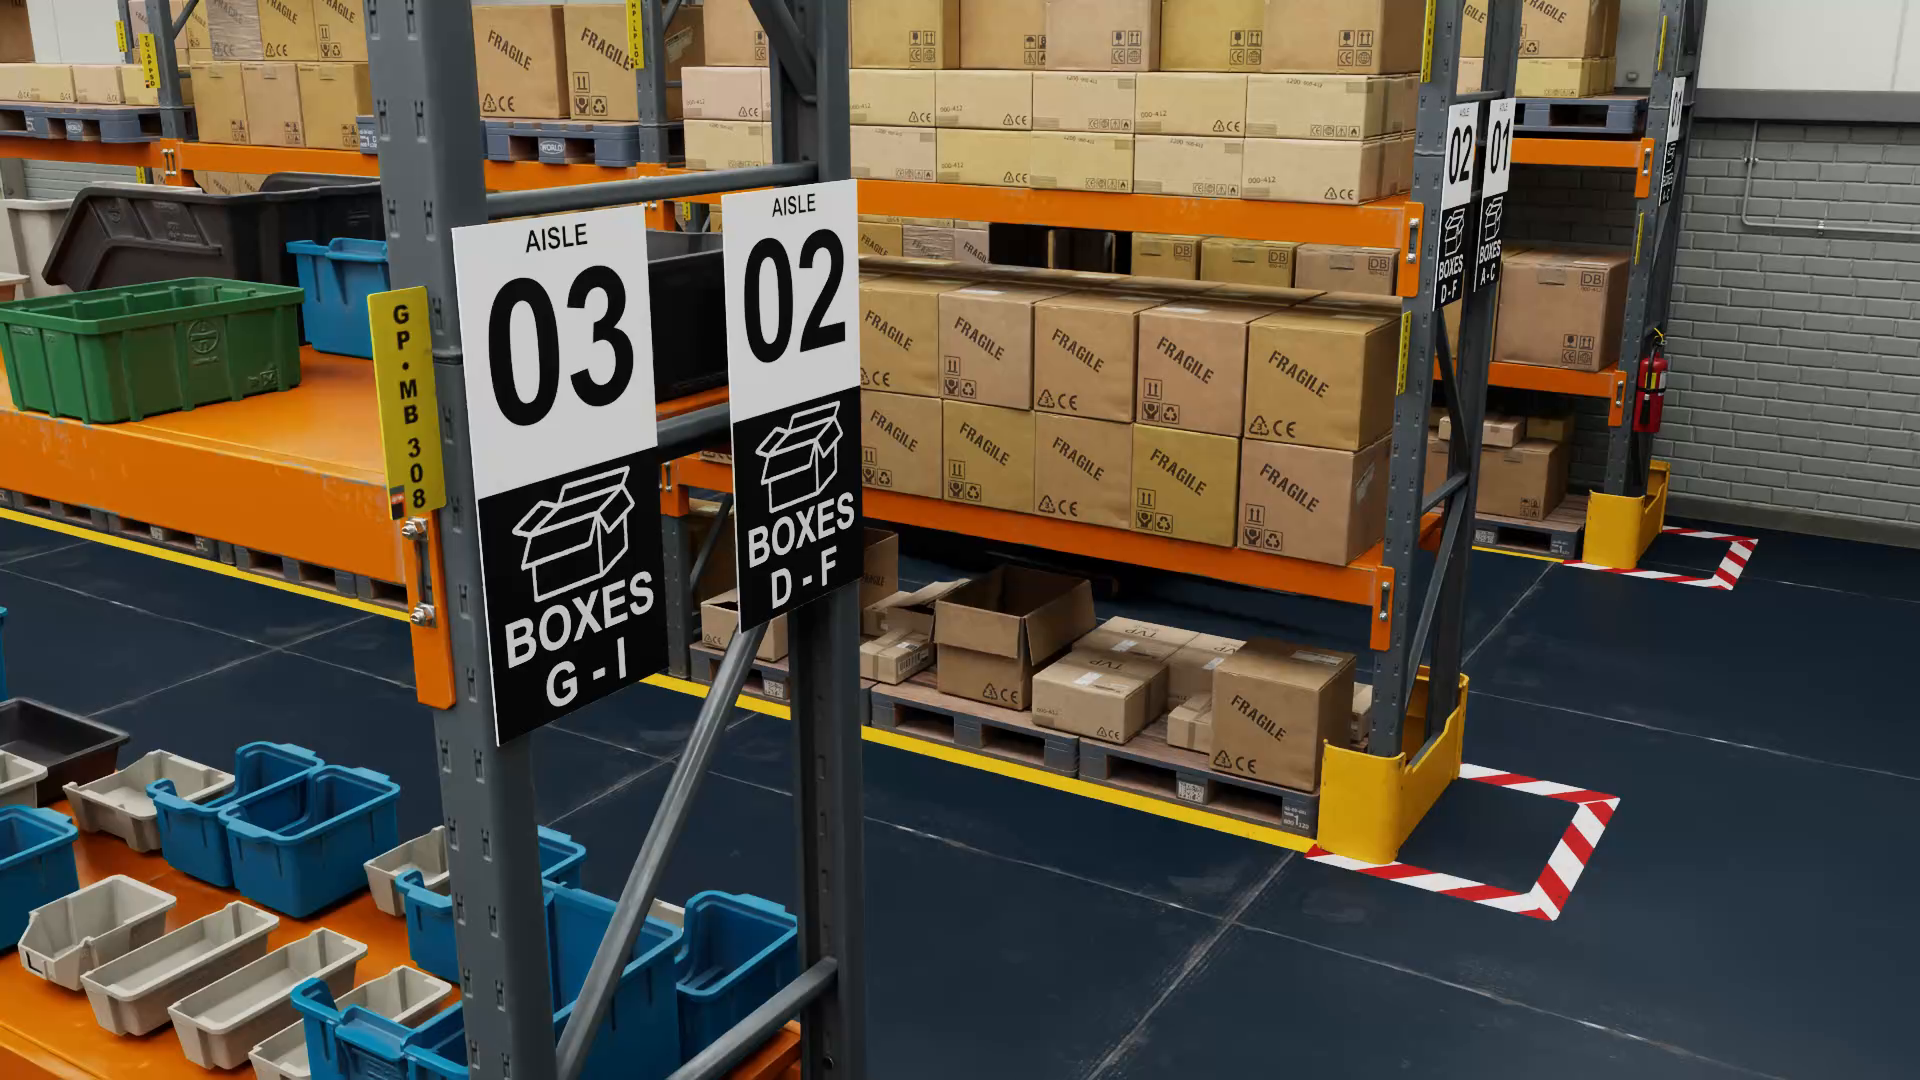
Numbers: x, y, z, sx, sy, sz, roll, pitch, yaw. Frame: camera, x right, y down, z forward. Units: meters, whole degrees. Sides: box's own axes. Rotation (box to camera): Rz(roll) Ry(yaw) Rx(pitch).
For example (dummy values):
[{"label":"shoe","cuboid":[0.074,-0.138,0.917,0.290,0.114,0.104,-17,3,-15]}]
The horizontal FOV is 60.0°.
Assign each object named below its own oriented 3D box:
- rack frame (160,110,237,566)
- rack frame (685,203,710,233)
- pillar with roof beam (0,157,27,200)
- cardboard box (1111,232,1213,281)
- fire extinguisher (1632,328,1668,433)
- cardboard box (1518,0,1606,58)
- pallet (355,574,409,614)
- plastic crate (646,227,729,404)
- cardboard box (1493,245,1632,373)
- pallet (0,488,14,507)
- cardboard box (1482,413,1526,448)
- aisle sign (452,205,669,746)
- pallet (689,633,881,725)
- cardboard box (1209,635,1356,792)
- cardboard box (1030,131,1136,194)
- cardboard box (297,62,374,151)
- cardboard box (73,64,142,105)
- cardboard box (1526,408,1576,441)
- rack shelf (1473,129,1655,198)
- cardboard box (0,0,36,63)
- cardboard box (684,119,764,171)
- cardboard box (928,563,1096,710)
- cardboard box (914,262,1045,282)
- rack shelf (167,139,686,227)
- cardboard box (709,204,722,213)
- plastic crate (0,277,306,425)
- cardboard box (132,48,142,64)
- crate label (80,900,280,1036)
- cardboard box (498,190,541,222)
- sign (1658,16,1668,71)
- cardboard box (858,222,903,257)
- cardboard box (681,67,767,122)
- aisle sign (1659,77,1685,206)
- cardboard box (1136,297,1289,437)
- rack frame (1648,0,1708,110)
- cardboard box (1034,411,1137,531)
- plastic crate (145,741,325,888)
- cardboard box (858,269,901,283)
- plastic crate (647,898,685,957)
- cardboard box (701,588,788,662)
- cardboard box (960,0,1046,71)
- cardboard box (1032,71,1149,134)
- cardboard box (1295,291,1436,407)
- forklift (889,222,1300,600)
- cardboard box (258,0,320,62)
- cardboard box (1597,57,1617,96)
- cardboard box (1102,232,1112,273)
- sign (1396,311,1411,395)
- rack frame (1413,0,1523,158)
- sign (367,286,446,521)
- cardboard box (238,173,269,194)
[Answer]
[{"label":"rack frame","cuboid":[-4.737,-1.391,11.300,0.127,3.000,1.000,10,20,30]},{"label":"rack frame","cuboid":[-2.148,-2.619,15.341,0.127,3.000,1.000,10,20,30]},{"label":"pillar with roof beam","cuboid":[-15.281,-6.660,18.324,0.400,9.000,9.100,10,20,30]},{"label":"cardboard box","cuboid":[1.714,-2.067,13.009,0.700,0.700,0.980,10,20,31]},{"label":"fire extinguisher","cuboid":[4.556,-1.049,10.949,0.183,0.674,0.296,10,20,30]},{"label":"cardboard box","cuboid":[3.903,-3.417,10.880,0.500,0.500,0.500,10,20,30]},{"label":"pallet","cuboid":[-3.085,0.252,10.689,1.213,0.211,1.003,10,20,30]},{"label":"plastic crate","cuboid":[-0.698,-0.448,3.260,0.590,0.269,0.497,10,20,30]},{"label":"cardboard box","cuboid":[4.229,-1.620,11.538,0.700,0.700,0.980,11,20,33]},{"label":"pallet","cuboid":[-7.497,-0.563,13.371,1.213,0.211,1.003,10,20,30]},{"label":"cardboard box","cuboid":[3.815,-0.773,11.728,0.250,0.149,0.380,10,19,29]},{"label":"aisle sign","cuboid":[-0.608,-0.108,2.605,0.004,0.787,0.394,10,20,30]},{"label":"pallet","cuboid":[-0.744,0.656,9.358,1.213,0.211,1.003,10,20,30]},{"label":"cardboard box","cuboid":[1.488,0.790,7.665,0.500,0.500,0.500,10,20,30]},{"label":"cardboard box","cuboid":[0.651,-1.702,7.421,0.500,0.250,0.500,10,20,30]},{"label":"cardboard box","cuboid":[-3.470,-2.660,10.143,0.500,0.500,0.910,10,20,30]},{"label":"cardboard box","cuboid":[-5.609,-3.086,11.254,0.500,0.250,0.500,11,20,32]},{"label":"cardboard box","cuboid":[4.231,-0.829,11.912,0.250,0.149,0.380,10,20,30]},{"label":"rack shelf","cuboid":[2.965,-2.797,12.005,4.000,0.370,1.077,10,20,30]},{"label":"cardboard box","cuboid":[-7.143,-3.738,12.112,0.500,0.500,0.500,12,21,35]},{"label":"cardboard box","cuboid":[-1.044,-2.011,8.438,0.500,0.250,0.500,10,20,30]},{"label":"cardboard box","cuboid":[0.275,0.486,8.659,0.637,0.503,0.797,10,20,30]},{"label":"cardboard box","cuboid":[0.105,-1.142,8.588,0.500,0.500,0.500,10,20,30]},{"label":"rack shelf","cuboid":[-3.033,-2.178,9.967,4.000,0.370,1.077,10,20,30]},{"label":"cardboard box","cuboid":[-1.871,-3.040,14.719,0.500,0.250,0.500,11,20,31]},{"label":"plastic crate","cuboid":[-1.506,-0.361,3.113,0.336,0.188,0.450,10,20,30]},{"label":"cardboard box","cuboid":[-8.811,-5.215,18.522,0.500,0.500,0.500,11,20,31]},{"label":"crate label","cuboid":[-1.795,0.986,3.824,0.243,0.136,0.396,10,20,30]},{"label":"cardboard box","cuboid":[-4.091,-3.220,16.393,0.500,0.500,0.700,13,21,38]},{"label":"sign","cuboid":[4.373,-3.090,10.346,0.005,0.325,0.100,10,20,30]},{"label":"cardboard box","cuboid":[-0.556,-2.446,14.055,0.500,0.500,0.500,11,20,32]},{"label":"cardboard box","cuboid":[-1.044,-2.250,8.364,0.500,0.250,0.500,10,20,30]},{"label":"aisle sign","cuboid":[4.573,-2.560,10.676,0.004,0.787,0.394,10,20,30]},{"label":"cardboard box","cuboid":[1.126,-0.777,7.385,0.500,0.500,0.500,11,20,32]},{"label":"rack frame","cuboid":[4.669,-4.272,10.463,0.127,3.000,1.000,10,20,30]},{"label":"cardboard box","cuboid":[0.689,-0.378,7.793,0.500,0.500,0.500,10,20,30]},{"label":"plastic crate","cuboid":[-1.932,0.738,4.475,0.300,0.233,0.416,10,20,30]},{"label":"cardboard box","cuboid":[-0.635,-1.089,8.414,0.500,0.500,0.500,9,19,28]},{"label":"plastic crate","cuboid":[-0.784,0.961,3.907,0.298,0.136,0.250,10,20,30]},{"label":"cardboard box","cuboid":[-1.084,0.411,9.237,0.500,0.311,0.500,10,20,30]},{"label":"cardboard box","cuboid":[0.392,-2.456,7.751,0.500,0.500,0.700,10,20,30]},{"label":"cardboard box","cuboid":[0.658,-1.945,7.360,0.500,0.250,0.500,10,20,30]},{"label":"cardboard box","cuboid":[1.840,-0.833,7.571,0.500,0.500,0.500,11,20,32]},{"label":"forklift","cuboid":[0.994,-1.192,10.764,3.031,2.935,1.130,12,21,34]},{"label":"cardboard box","cuboid":[-3.934,-3.207,10.225,0.500,0.500,0.500,10,20,30]},{"label":"cardboard box","cuboid":[4.175,-3.186,11.411,0.500,0.250,0.500,11,20,33]},{"label":"cardboard box","cuboid":[1.000,-2.342,13.713,0.500,0.500,0.500,9,19,28]},{"label":"sign","cuboid":[1.772,-0.745,6.637,0.005,0.325,0.100,10,20,30]},{"label":"rack frame","cuboid":[2.080,-3.045,6.422,0.127,3.000,1.000,10,20,30]},{"label":"sign","cuboid":[-0.790,-0.195,2.380,0.005,0.325,0.100,10,20,30]},{"label":"cardboard box","cuboid":[-7.416,-3.752,18.004,0.500,0.500,0.500,11,20,32]}]
